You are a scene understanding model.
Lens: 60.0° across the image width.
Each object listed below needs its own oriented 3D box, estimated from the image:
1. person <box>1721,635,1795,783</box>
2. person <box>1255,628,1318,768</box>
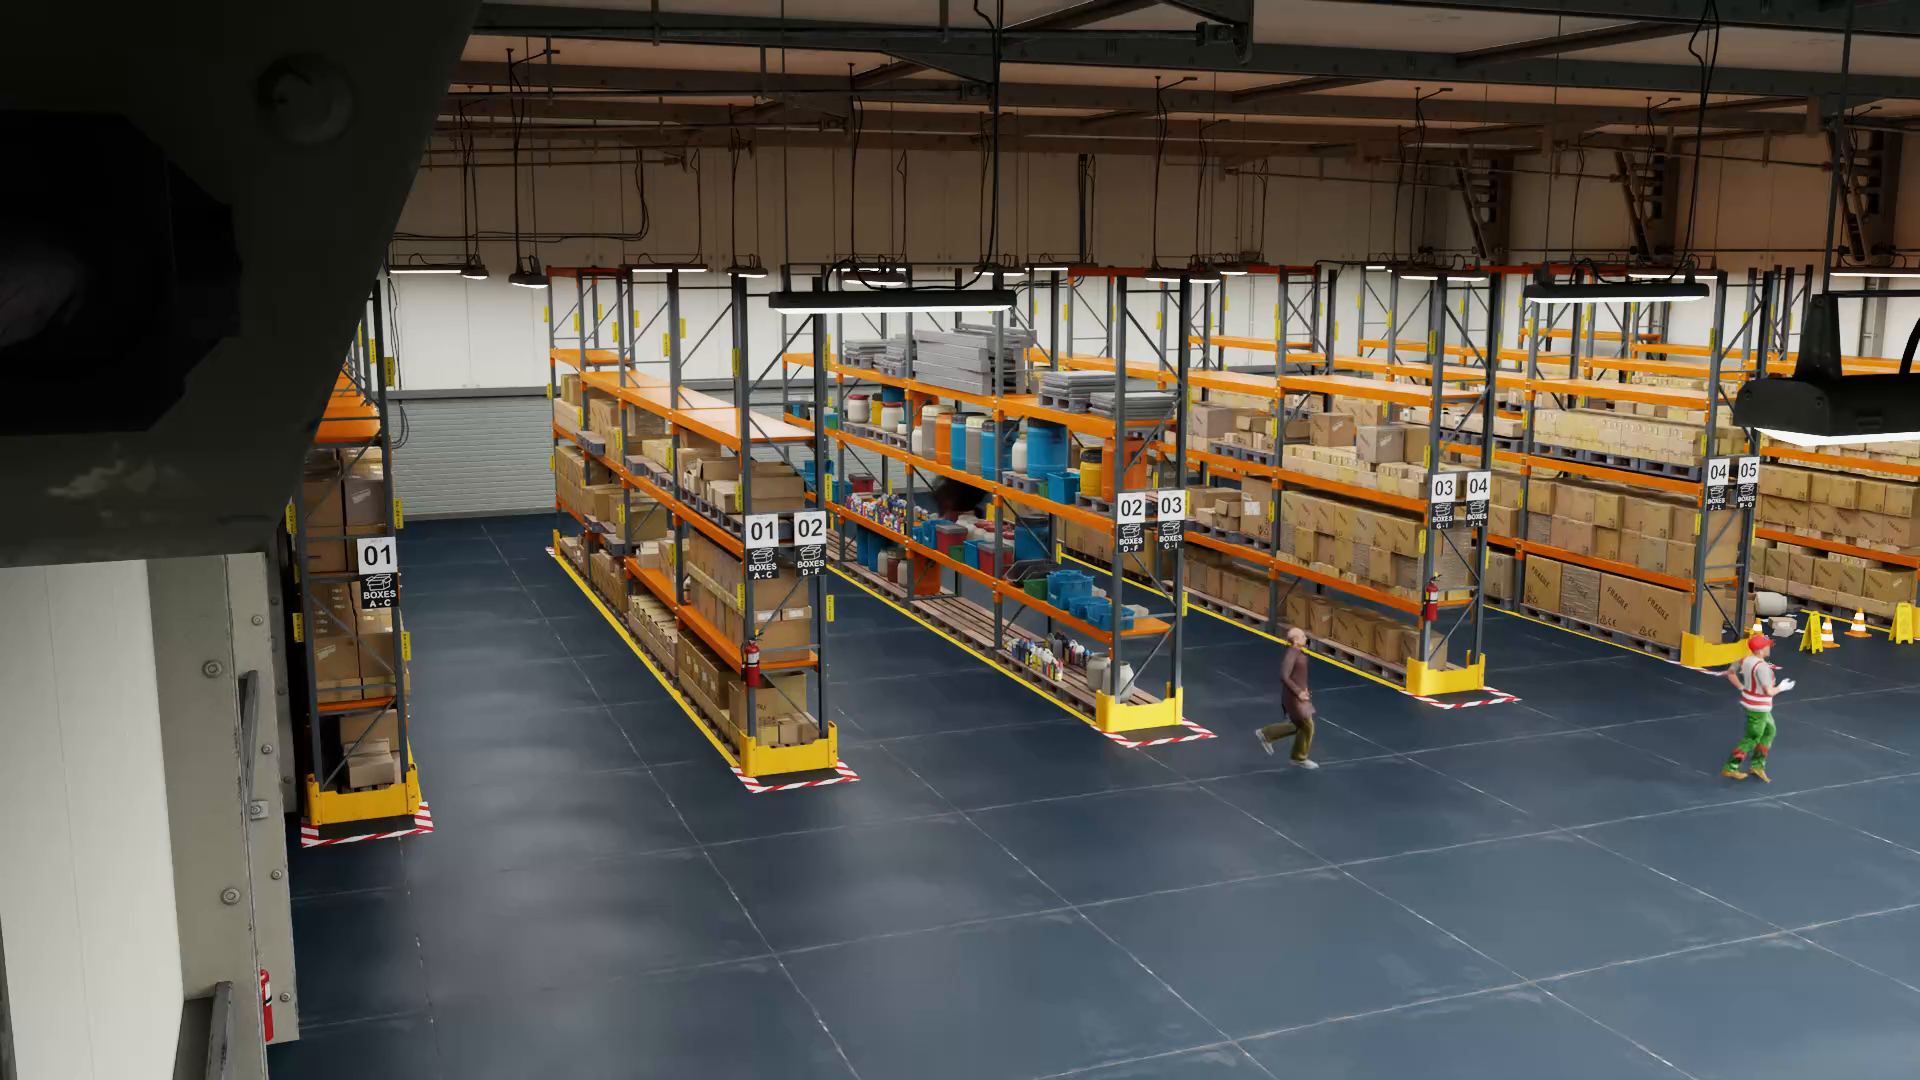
[{"bbox_3d":[9.517,2.034,19.846,0.720,1.838,0.631,1,10,8],"label":"person"},{"bbox_3d":[4.058,1.945,20.564,0.791,1.760,0.739,2,10,12],"label":"person"}]
